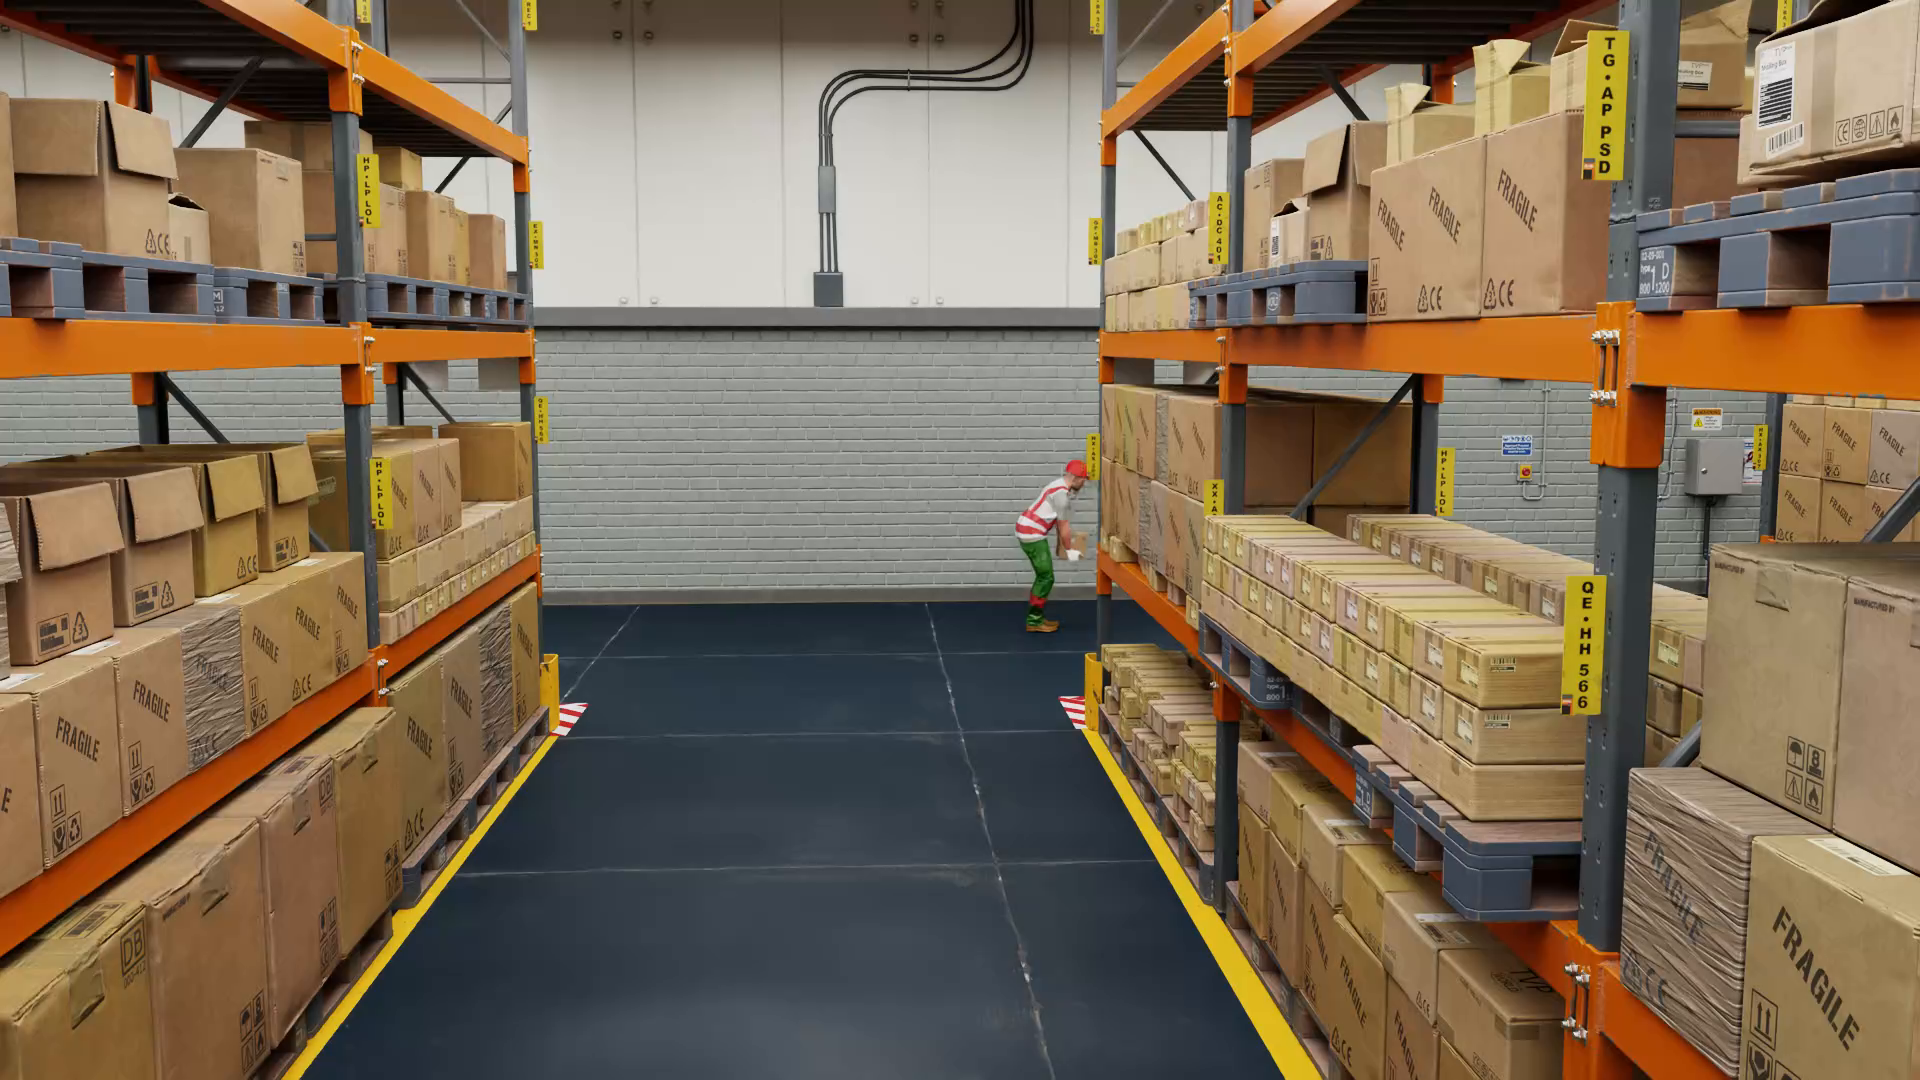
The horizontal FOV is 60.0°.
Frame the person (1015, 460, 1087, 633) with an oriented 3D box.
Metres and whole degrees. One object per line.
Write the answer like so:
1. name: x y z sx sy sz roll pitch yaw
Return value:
1. person: 0.898 0.051 15.879 0.739 1.628 0.492 -1 7 -5
